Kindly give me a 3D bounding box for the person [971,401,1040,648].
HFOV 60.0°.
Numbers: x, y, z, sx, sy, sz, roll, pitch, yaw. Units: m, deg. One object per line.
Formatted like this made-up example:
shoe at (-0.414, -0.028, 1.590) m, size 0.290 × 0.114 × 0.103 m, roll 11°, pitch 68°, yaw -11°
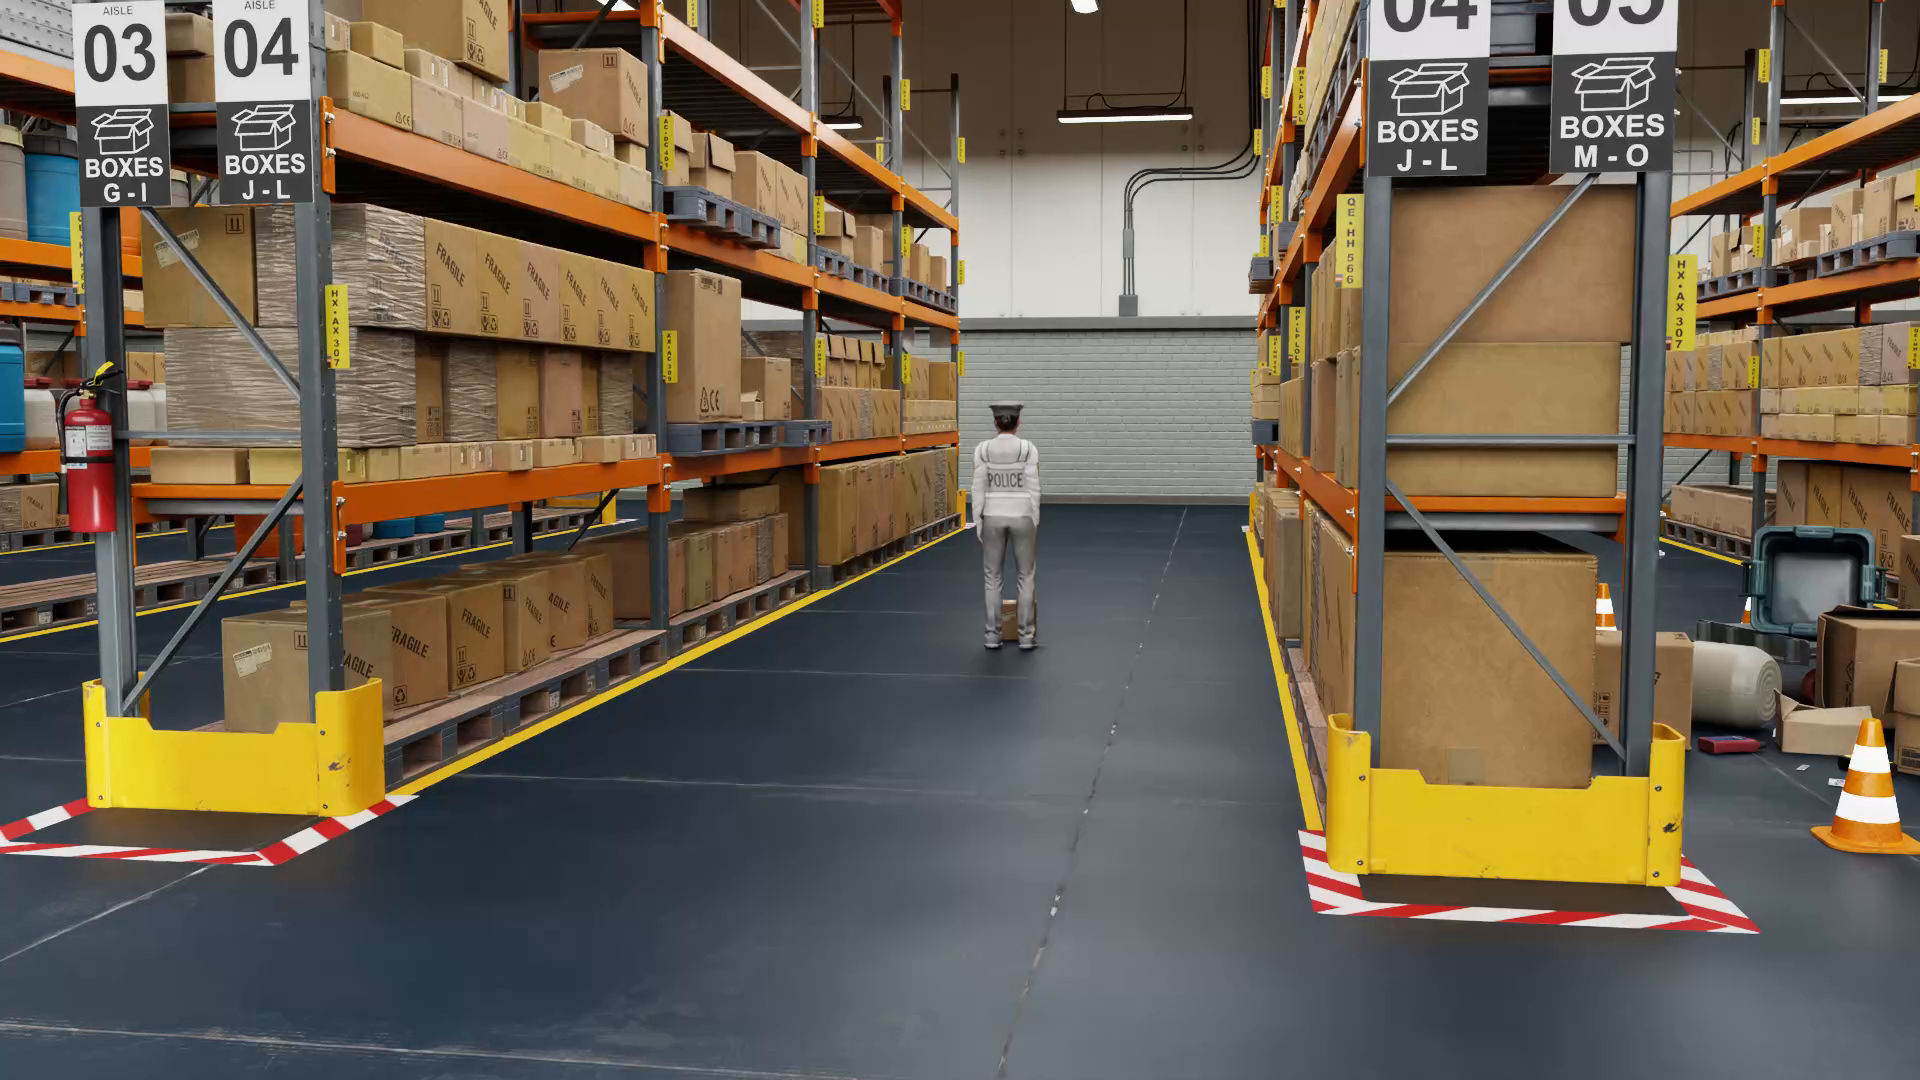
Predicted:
person at (0.311, -0.098, 11.180) m, size 0.471 × 1.662 × 0.327 m, roll 1°, pitch 5°, yaw 10°
